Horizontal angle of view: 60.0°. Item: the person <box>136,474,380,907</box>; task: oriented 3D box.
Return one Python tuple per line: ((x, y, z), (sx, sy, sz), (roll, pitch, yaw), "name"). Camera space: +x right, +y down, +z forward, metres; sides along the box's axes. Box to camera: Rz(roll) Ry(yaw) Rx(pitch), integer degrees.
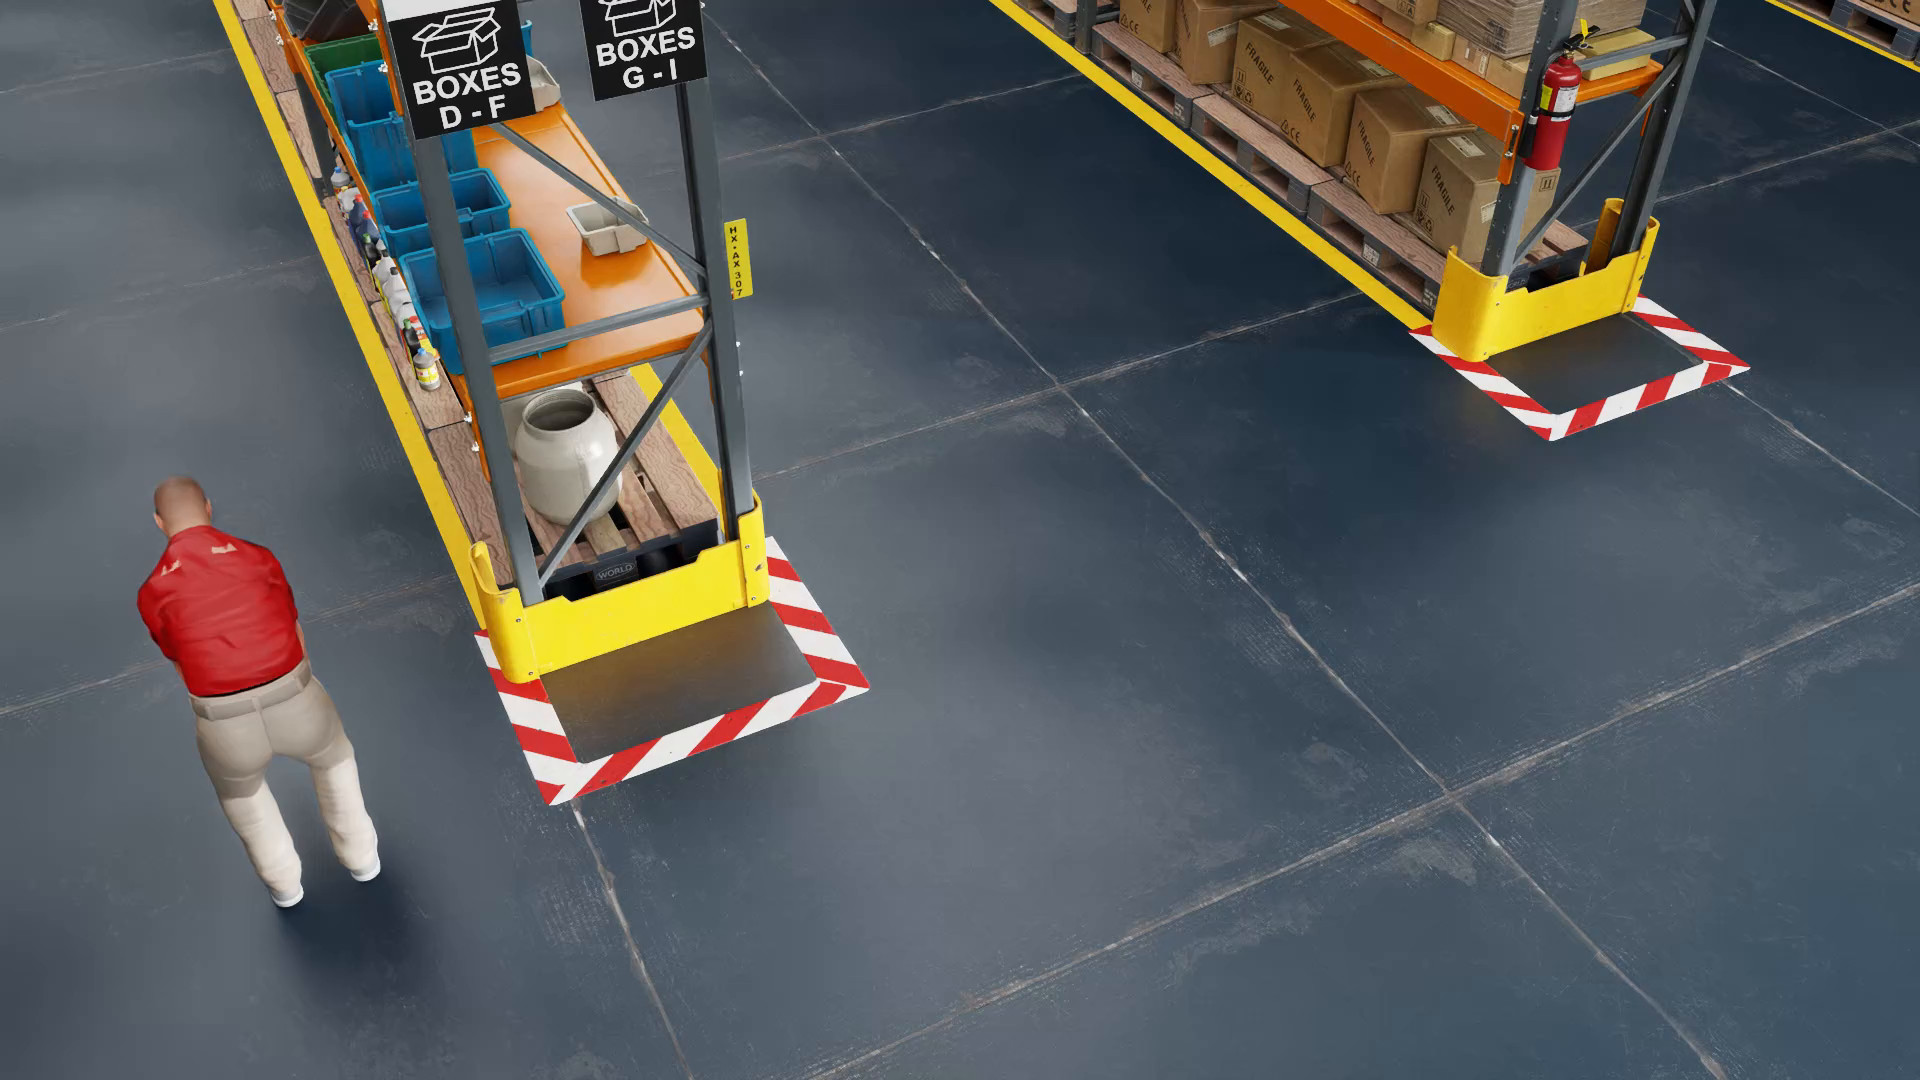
((-2.422, 0.538, 5.725), (0.475, 1.509, 0.779), (-20, 45, -21), "person")
